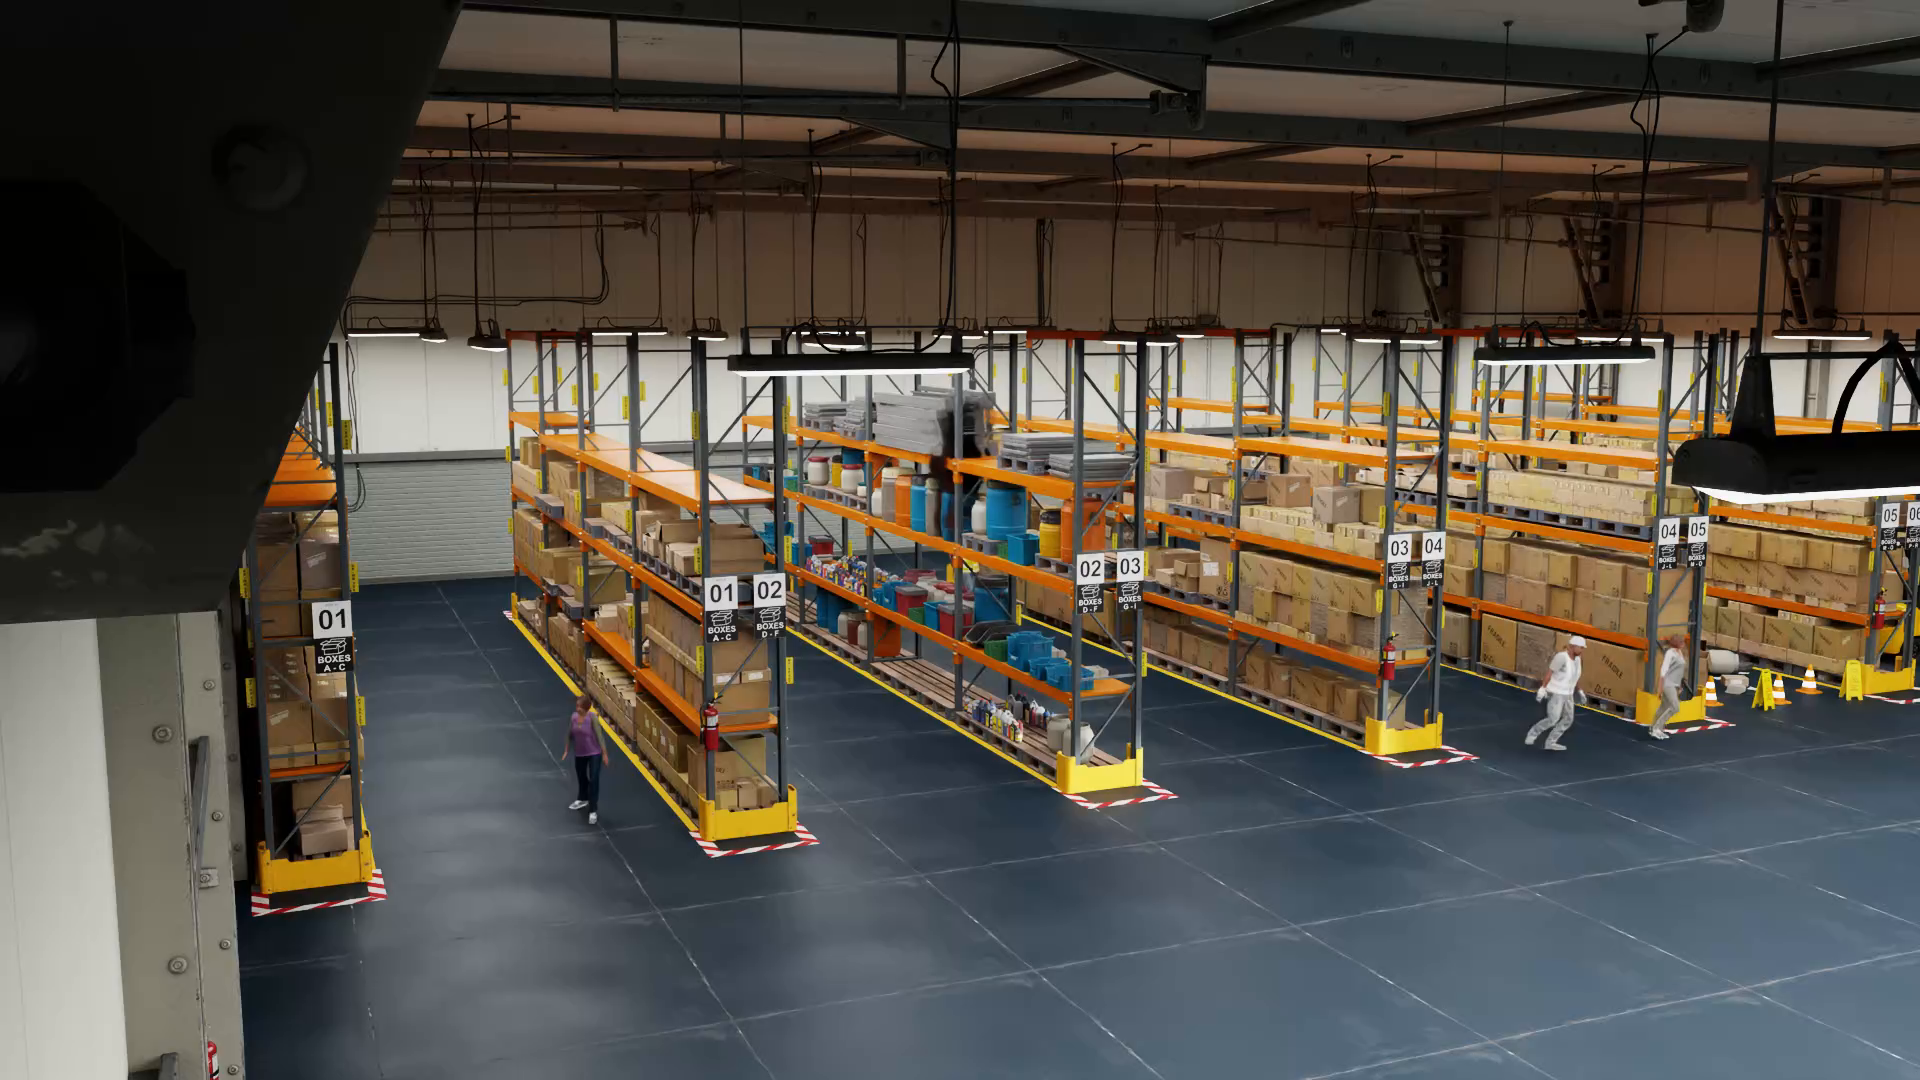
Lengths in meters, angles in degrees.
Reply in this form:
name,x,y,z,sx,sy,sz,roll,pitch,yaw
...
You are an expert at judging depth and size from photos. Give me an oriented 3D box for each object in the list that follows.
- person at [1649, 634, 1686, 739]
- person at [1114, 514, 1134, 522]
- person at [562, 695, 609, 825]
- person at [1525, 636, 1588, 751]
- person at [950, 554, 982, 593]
name,x,y,z,sx,sy,sz,roll,pitch,yaw
person,10.525,2.188,24.753,0.438,1.583,0.519,6,10,36
person,4.047,-0.143,41.263,0.712,1.797,0.935,5,9,32
person,-4.714,2.718,20.986,0.649,1.593,0.675,2,8,12
person,8.670,2.210,24.103,0.835,1.697,0.690,-6,10,-39
person,0.215,0.710,34.960,0.673,1.789,0.726,-4,9,-27
